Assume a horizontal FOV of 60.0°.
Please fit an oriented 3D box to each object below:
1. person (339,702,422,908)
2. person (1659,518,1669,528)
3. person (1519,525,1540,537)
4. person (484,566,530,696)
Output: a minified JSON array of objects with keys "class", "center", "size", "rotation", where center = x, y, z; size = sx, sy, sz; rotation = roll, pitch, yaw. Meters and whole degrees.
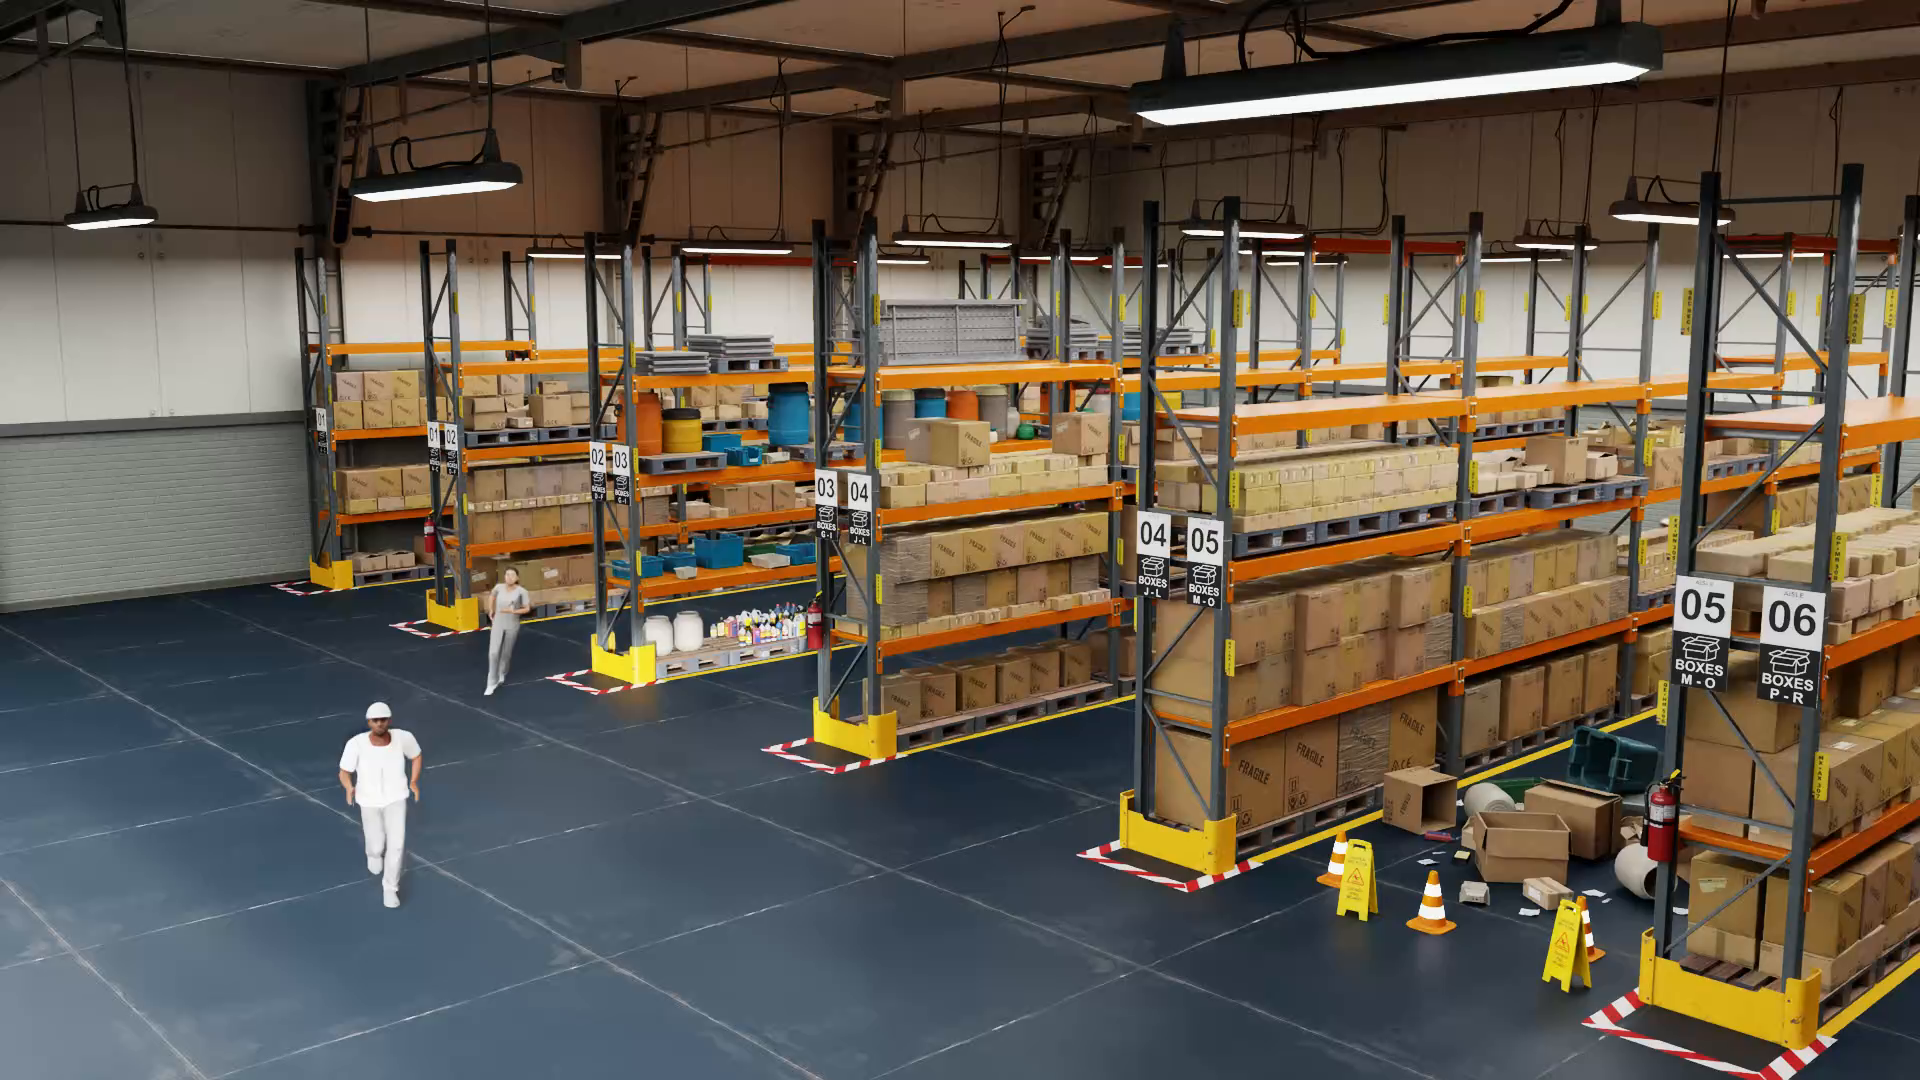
[{"class":"person","center":[-4.980,2.226,14.356],"size":[0.689,1.738,0.815],"rotation":[-4,9,-23]},{"class":"person","center":[10.924,0.525,25.890],"size":[0.685,1.738,0.599],"rotation":[8,12,43]},{"class":"person","center":[9.008,0.485,26.027],"size":[0.864,1.698,0.636],"rotation":[-7,11,-38]},{"class":"person","center":[-5.938,1.172,21.900],"size":[0.609,1.716,0.747],"rotation":[-1,8,-6]}]
